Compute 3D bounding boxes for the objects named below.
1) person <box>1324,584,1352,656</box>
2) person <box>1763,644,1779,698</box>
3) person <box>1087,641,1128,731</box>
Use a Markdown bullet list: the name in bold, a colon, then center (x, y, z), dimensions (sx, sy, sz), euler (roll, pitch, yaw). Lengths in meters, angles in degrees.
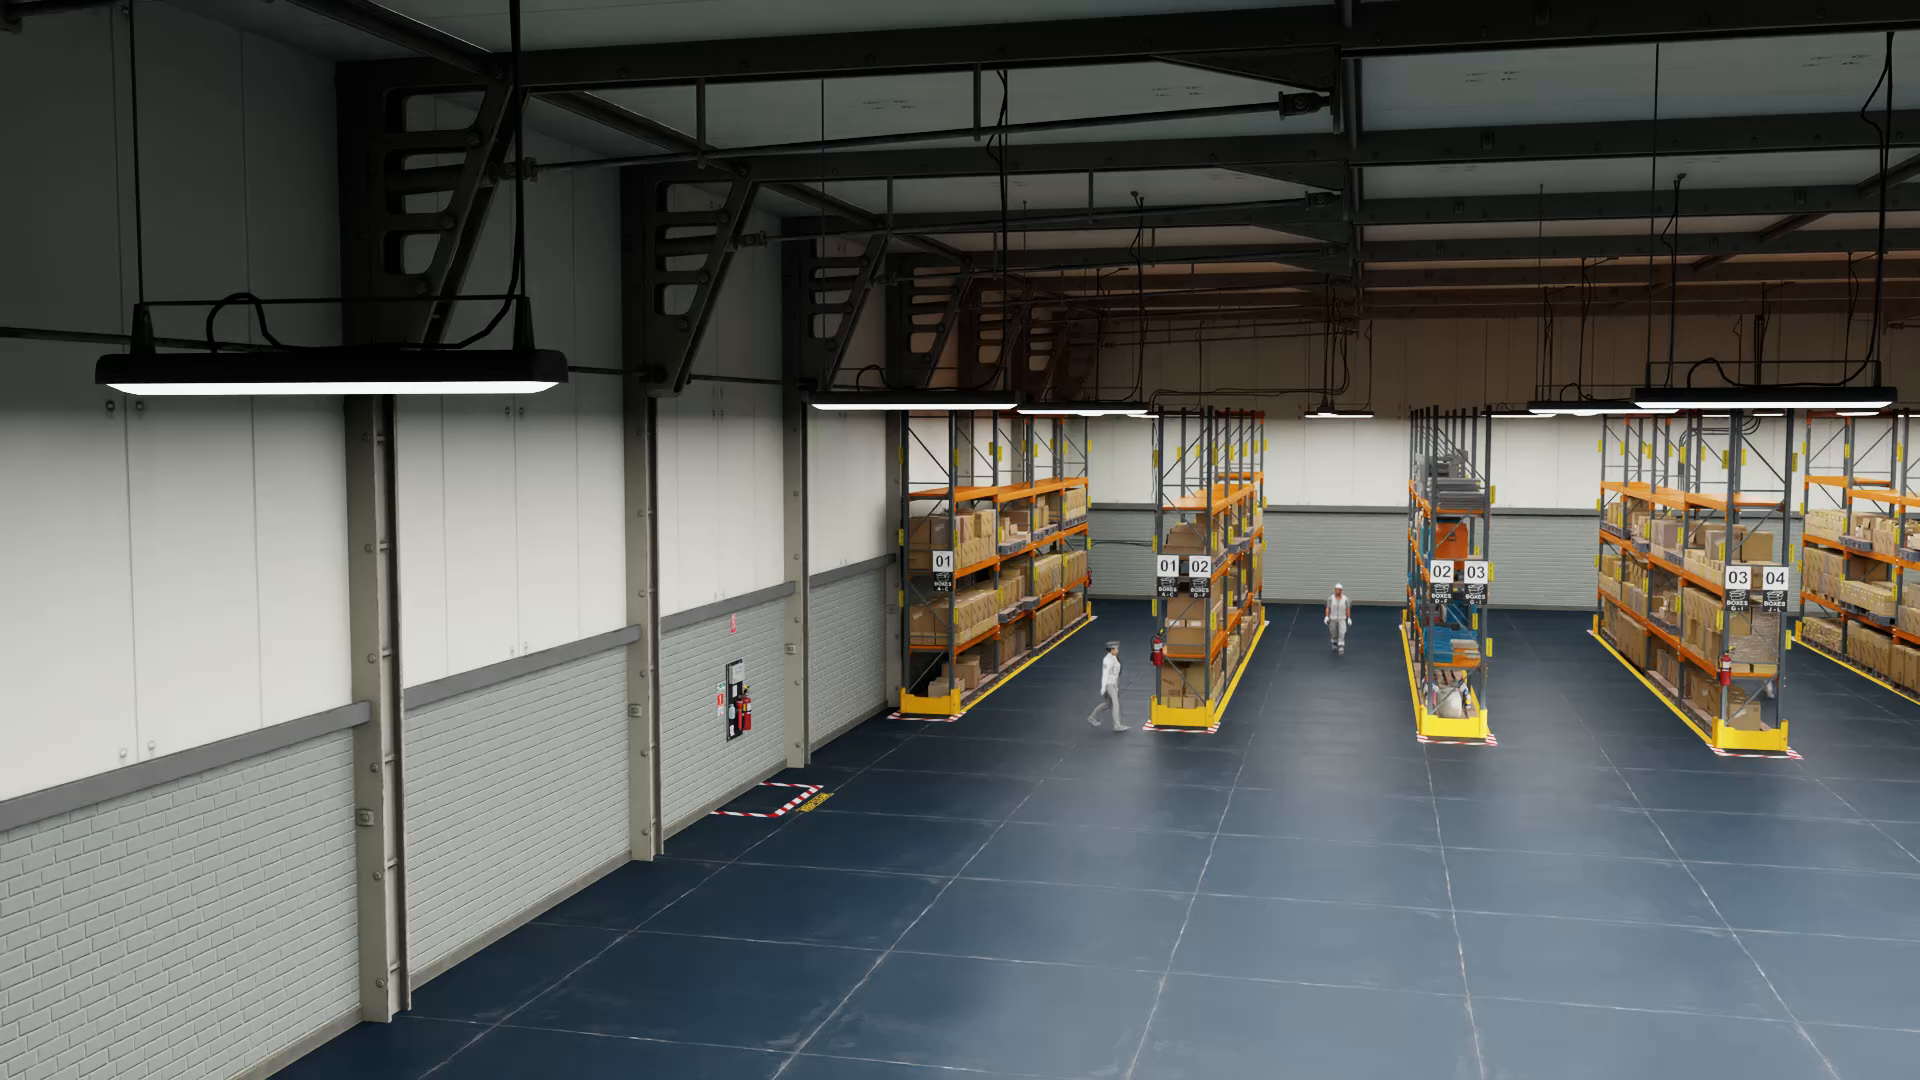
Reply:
- **person**: center (9.225, 1.935, 40.555), dimensions (0.659, 1.731, 1.098), euler (1, 4, 11)
- **person**: center (16.847, 2.371, 34.515), dimensions (0.506, 1.707, 1.078), euler (1, 4, 11)
- **person**: center (2.750, 2.694, 30.864), dimensions (0.826, 1.639, 0.488), euler (1, 4, 17)
